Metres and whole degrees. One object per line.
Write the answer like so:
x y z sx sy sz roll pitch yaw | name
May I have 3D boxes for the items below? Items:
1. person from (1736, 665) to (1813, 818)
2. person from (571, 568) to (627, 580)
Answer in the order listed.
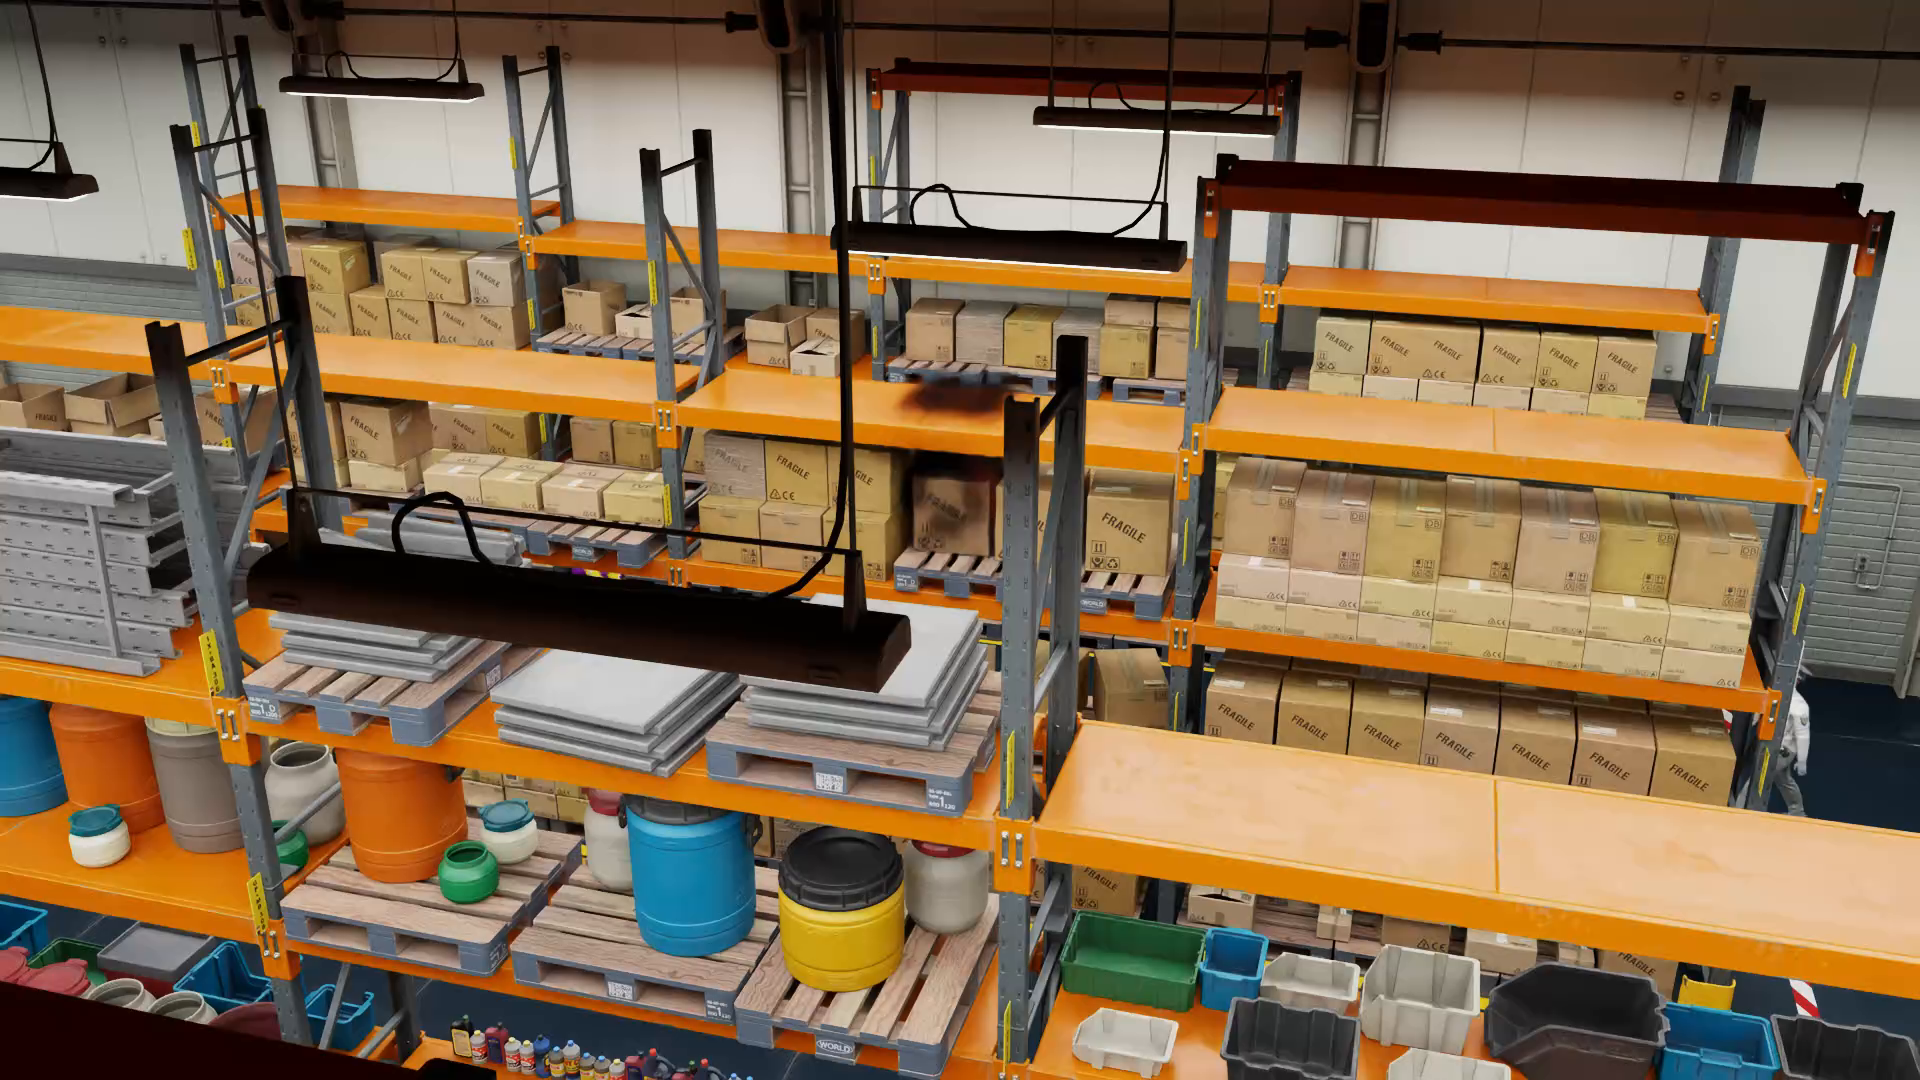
6.958 1.769 14.338 1.017 1.639 0.493 1 23 3 | person
-3.612 0.695 16.785 0.579 1.756 0.603 -20 30 -40 | person
